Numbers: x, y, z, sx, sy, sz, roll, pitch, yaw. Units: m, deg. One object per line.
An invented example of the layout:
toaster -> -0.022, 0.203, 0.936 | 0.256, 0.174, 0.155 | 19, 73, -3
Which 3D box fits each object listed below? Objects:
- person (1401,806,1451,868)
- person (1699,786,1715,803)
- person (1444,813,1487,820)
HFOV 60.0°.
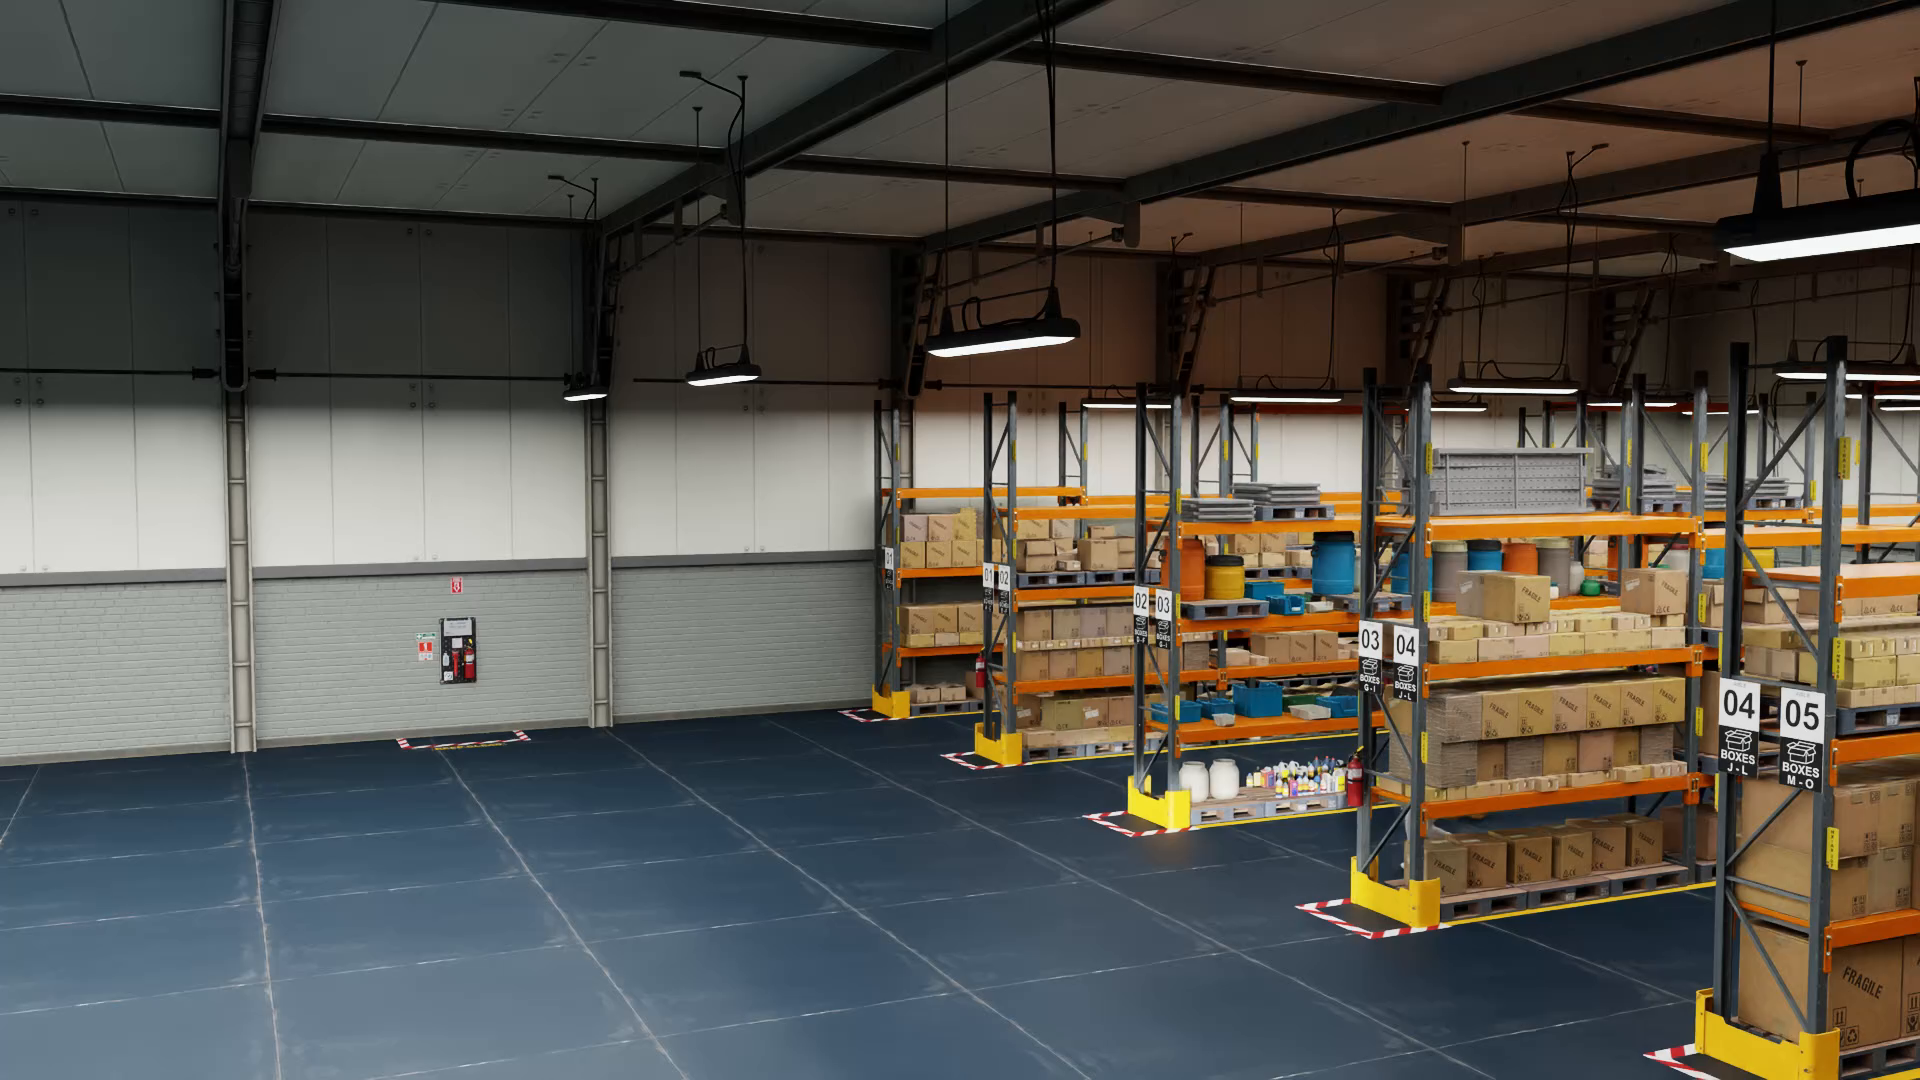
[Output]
person -> 5.739, 3.117, 20.226 | 0.750, 1.757, 0.639 | 0, 3, -8
person -> 10.514, 2.992, 23.440 | 1.043, 1.573, 0.540 | -2, 4, -25
person -> 6.956, 2.960, 22.774 | 0.566, 1.830, 0.578 | -1, 4, -21
